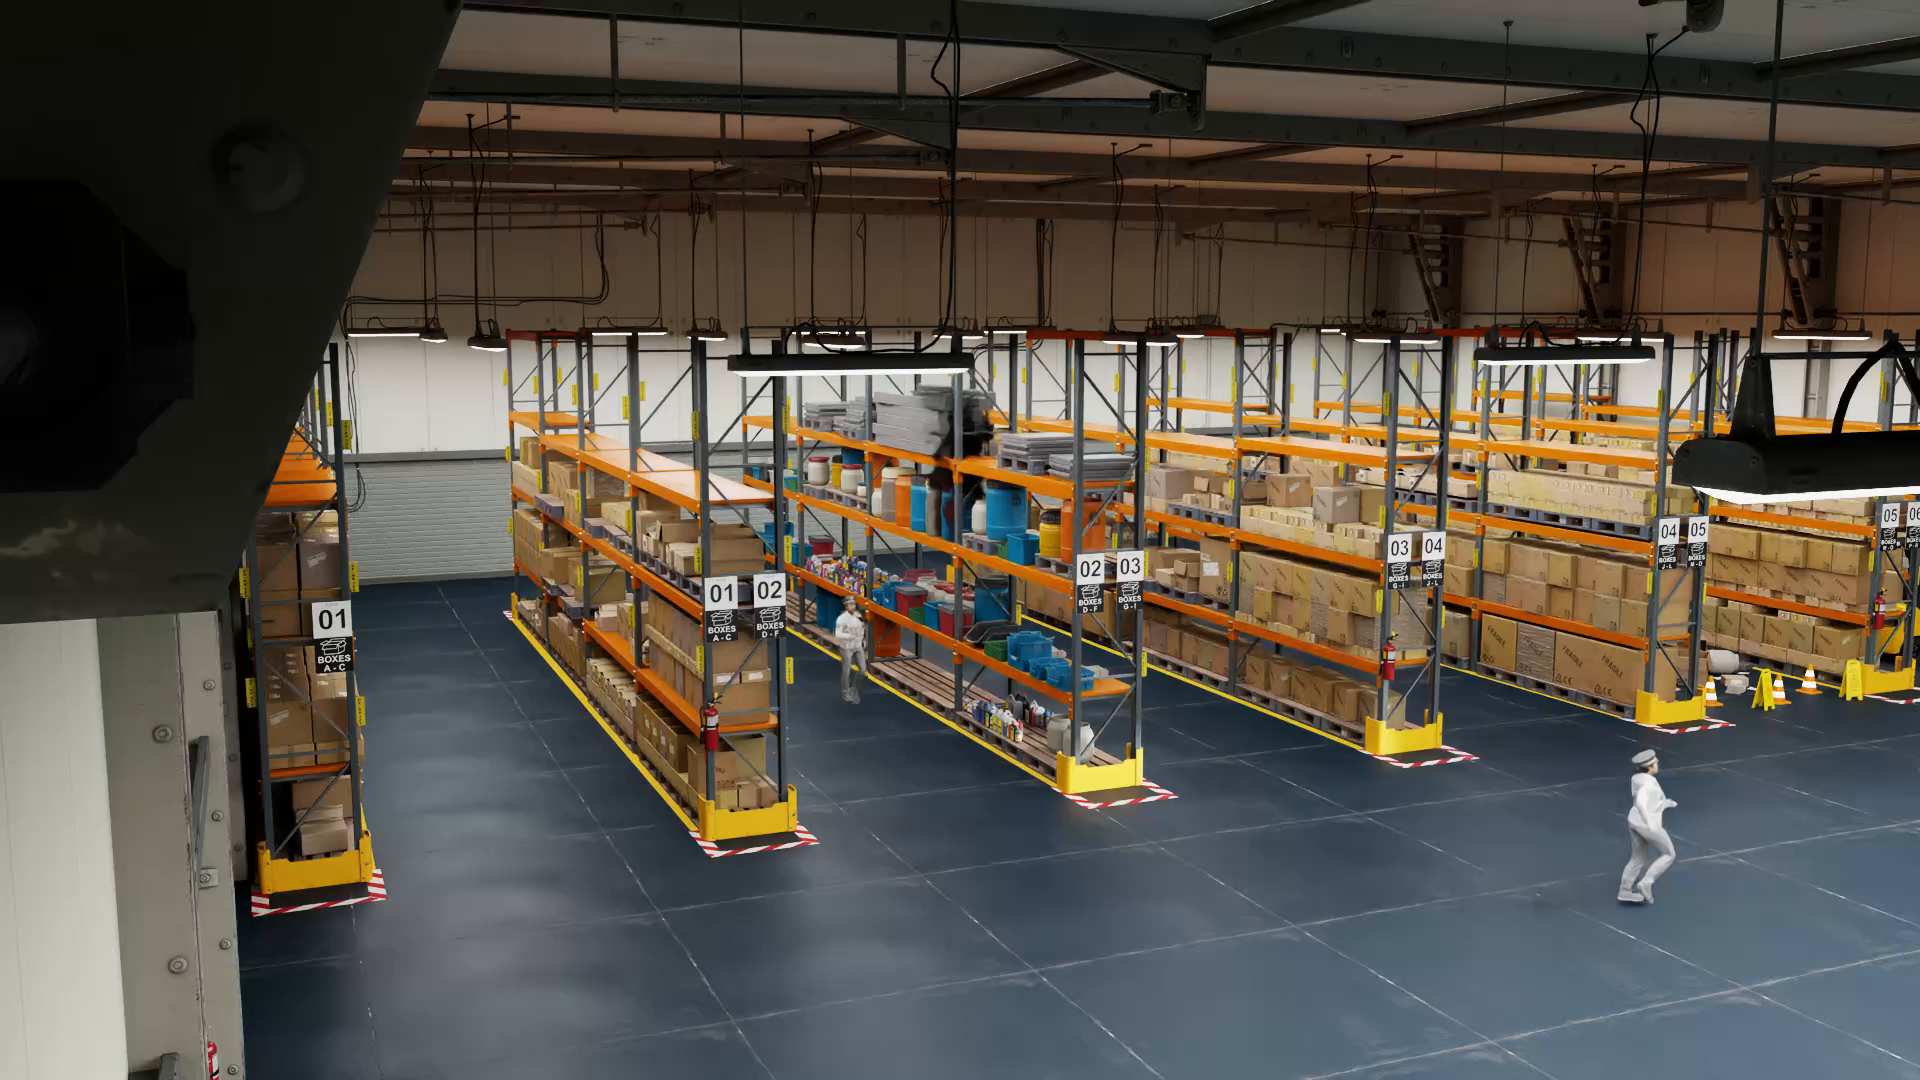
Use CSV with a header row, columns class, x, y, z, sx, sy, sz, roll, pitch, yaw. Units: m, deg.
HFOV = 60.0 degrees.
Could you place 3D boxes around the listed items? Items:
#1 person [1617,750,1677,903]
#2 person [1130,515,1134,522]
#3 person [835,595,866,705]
class,x,y,z,sx,sy,sz,roll,pitch,yaw
person,7.404,3.072,17.858,0.610,1.665,0.597,-1,8,-8
person,4.386,-0.179,41.871,0.594,1.634,0.887,0,8,-3
person,-1.642,1.719,25.836,0.597,1.737,0.600,-5,9,-30
